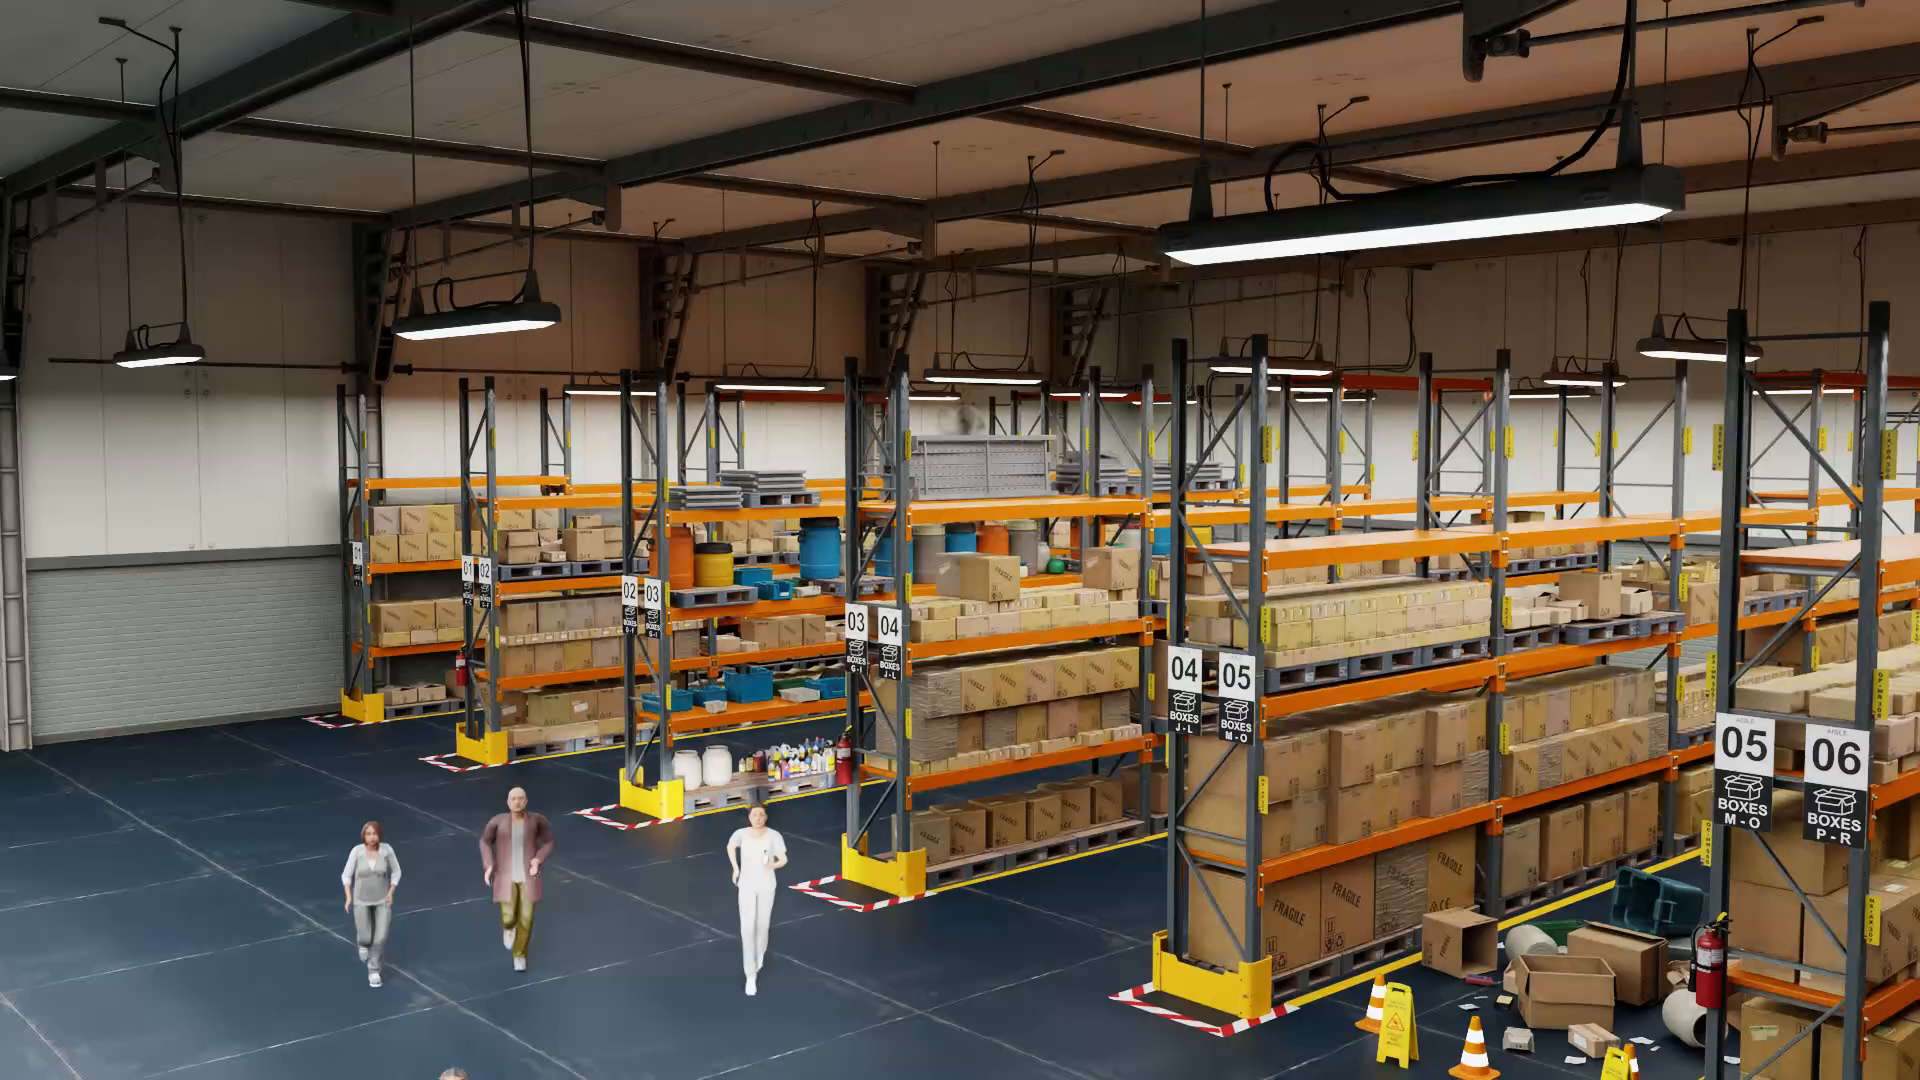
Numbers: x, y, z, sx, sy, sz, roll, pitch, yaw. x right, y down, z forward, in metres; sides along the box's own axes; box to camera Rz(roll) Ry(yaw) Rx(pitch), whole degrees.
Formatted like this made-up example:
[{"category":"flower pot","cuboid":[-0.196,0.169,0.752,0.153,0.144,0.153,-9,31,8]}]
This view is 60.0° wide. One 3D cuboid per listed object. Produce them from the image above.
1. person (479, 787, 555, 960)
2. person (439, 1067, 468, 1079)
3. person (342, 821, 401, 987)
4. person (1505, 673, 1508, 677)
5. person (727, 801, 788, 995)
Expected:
[{"category":"person","cuboid":[-4.259,3.321,16.029,0.710,1.460,0.571,-1,4,-15]},{"category":"person","cuboid":[-2.826,3.755,9.280,0.574,1.612,0.558,-1,4,-17]},{"category":"person","cuboid":[-5.503,3.383,15.575,0.523,1.546,0.574,-1,4,-21]},{"category":"person","cuboid":[7.708,2.724,23.987,0.658,1.735,0.591,3,5,38]},{"category":"person","cuboid":[-1.898,3.298,15.616,0.555,1.720,0.849,-1,4,-10]}]
